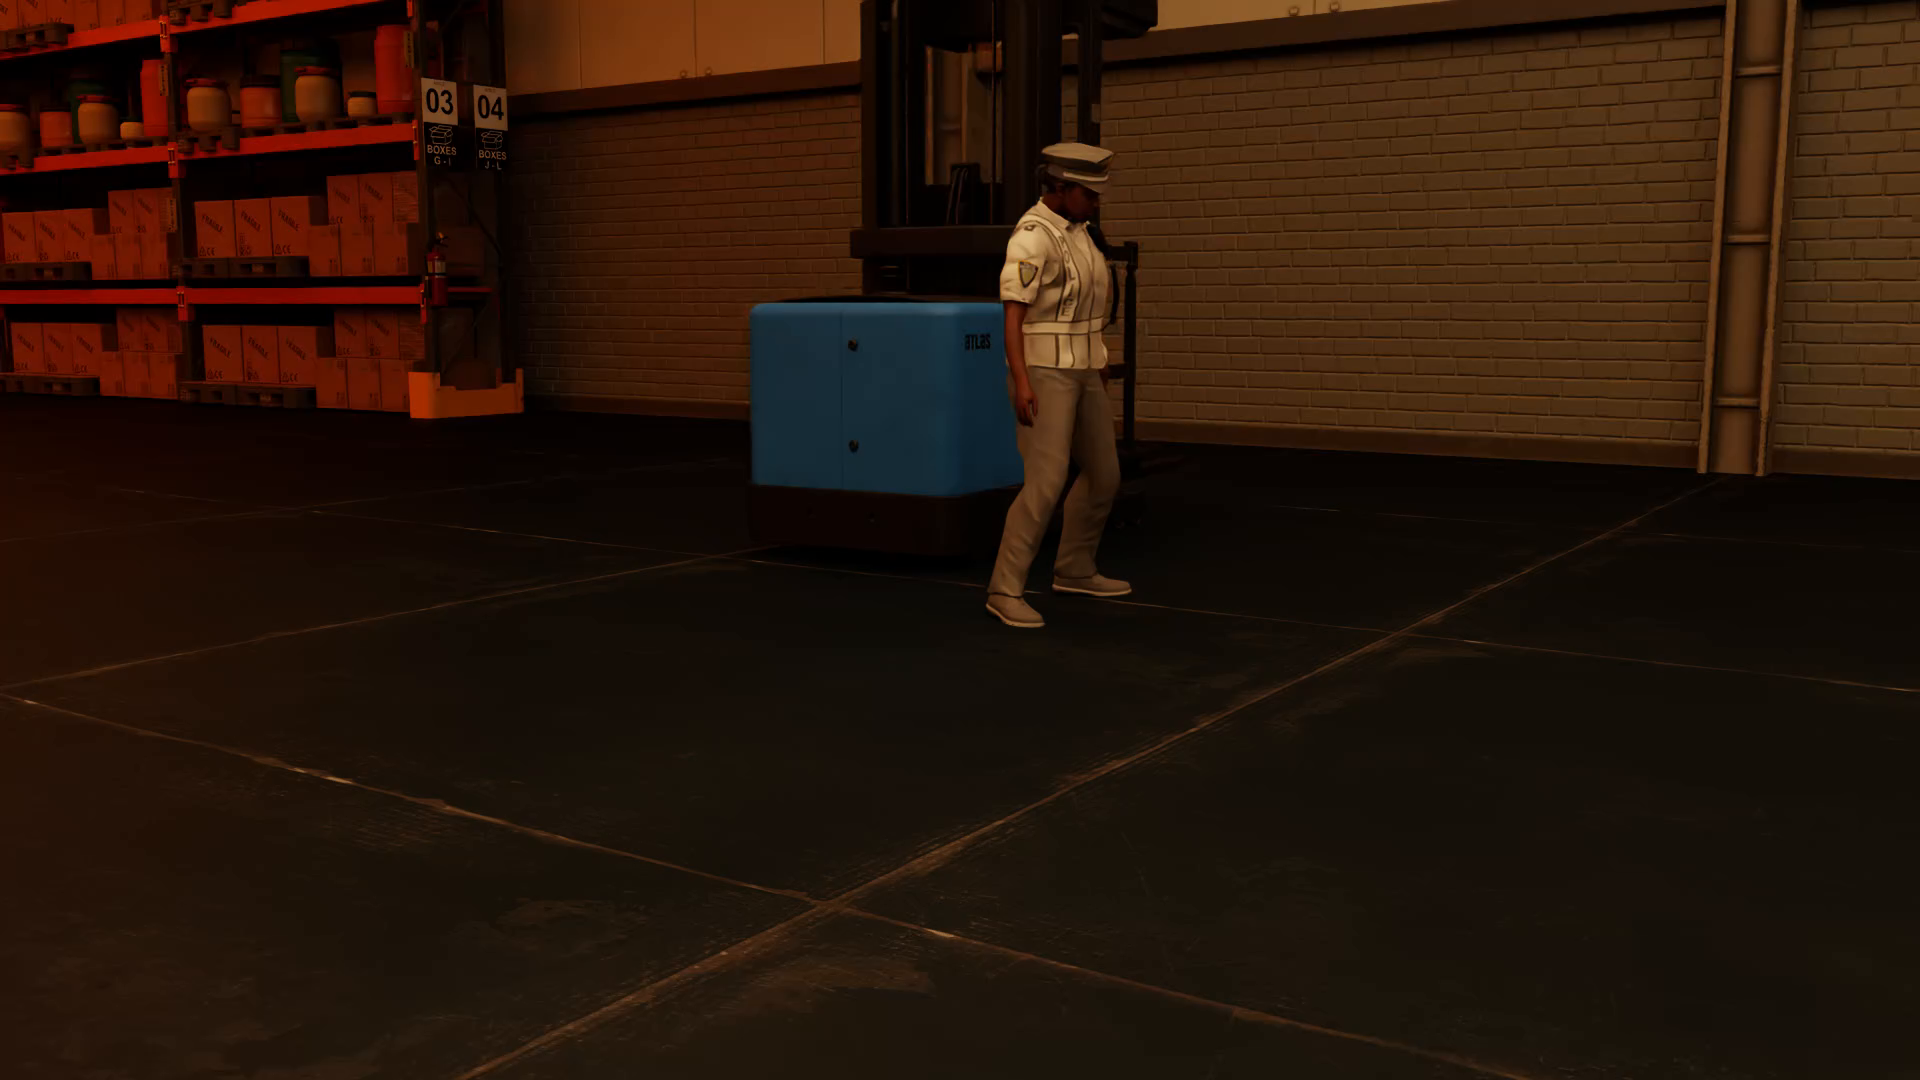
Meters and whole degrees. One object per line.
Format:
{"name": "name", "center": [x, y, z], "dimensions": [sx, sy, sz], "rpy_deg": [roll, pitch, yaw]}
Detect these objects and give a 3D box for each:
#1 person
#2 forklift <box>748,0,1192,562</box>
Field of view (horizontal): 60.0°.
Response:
{"name": "person", "center": [0.366, -0.547, 5.772], "dimensions": [0.409, 1.623, 0.837], "rpy_deg": [5, 10, 32]}
{"name": "forklift", "center": [0.259, -1.530, 7.951], "dimensions": [1.130, 2.935, 3.031], "rpy_deg": [5, 9, 29]}
